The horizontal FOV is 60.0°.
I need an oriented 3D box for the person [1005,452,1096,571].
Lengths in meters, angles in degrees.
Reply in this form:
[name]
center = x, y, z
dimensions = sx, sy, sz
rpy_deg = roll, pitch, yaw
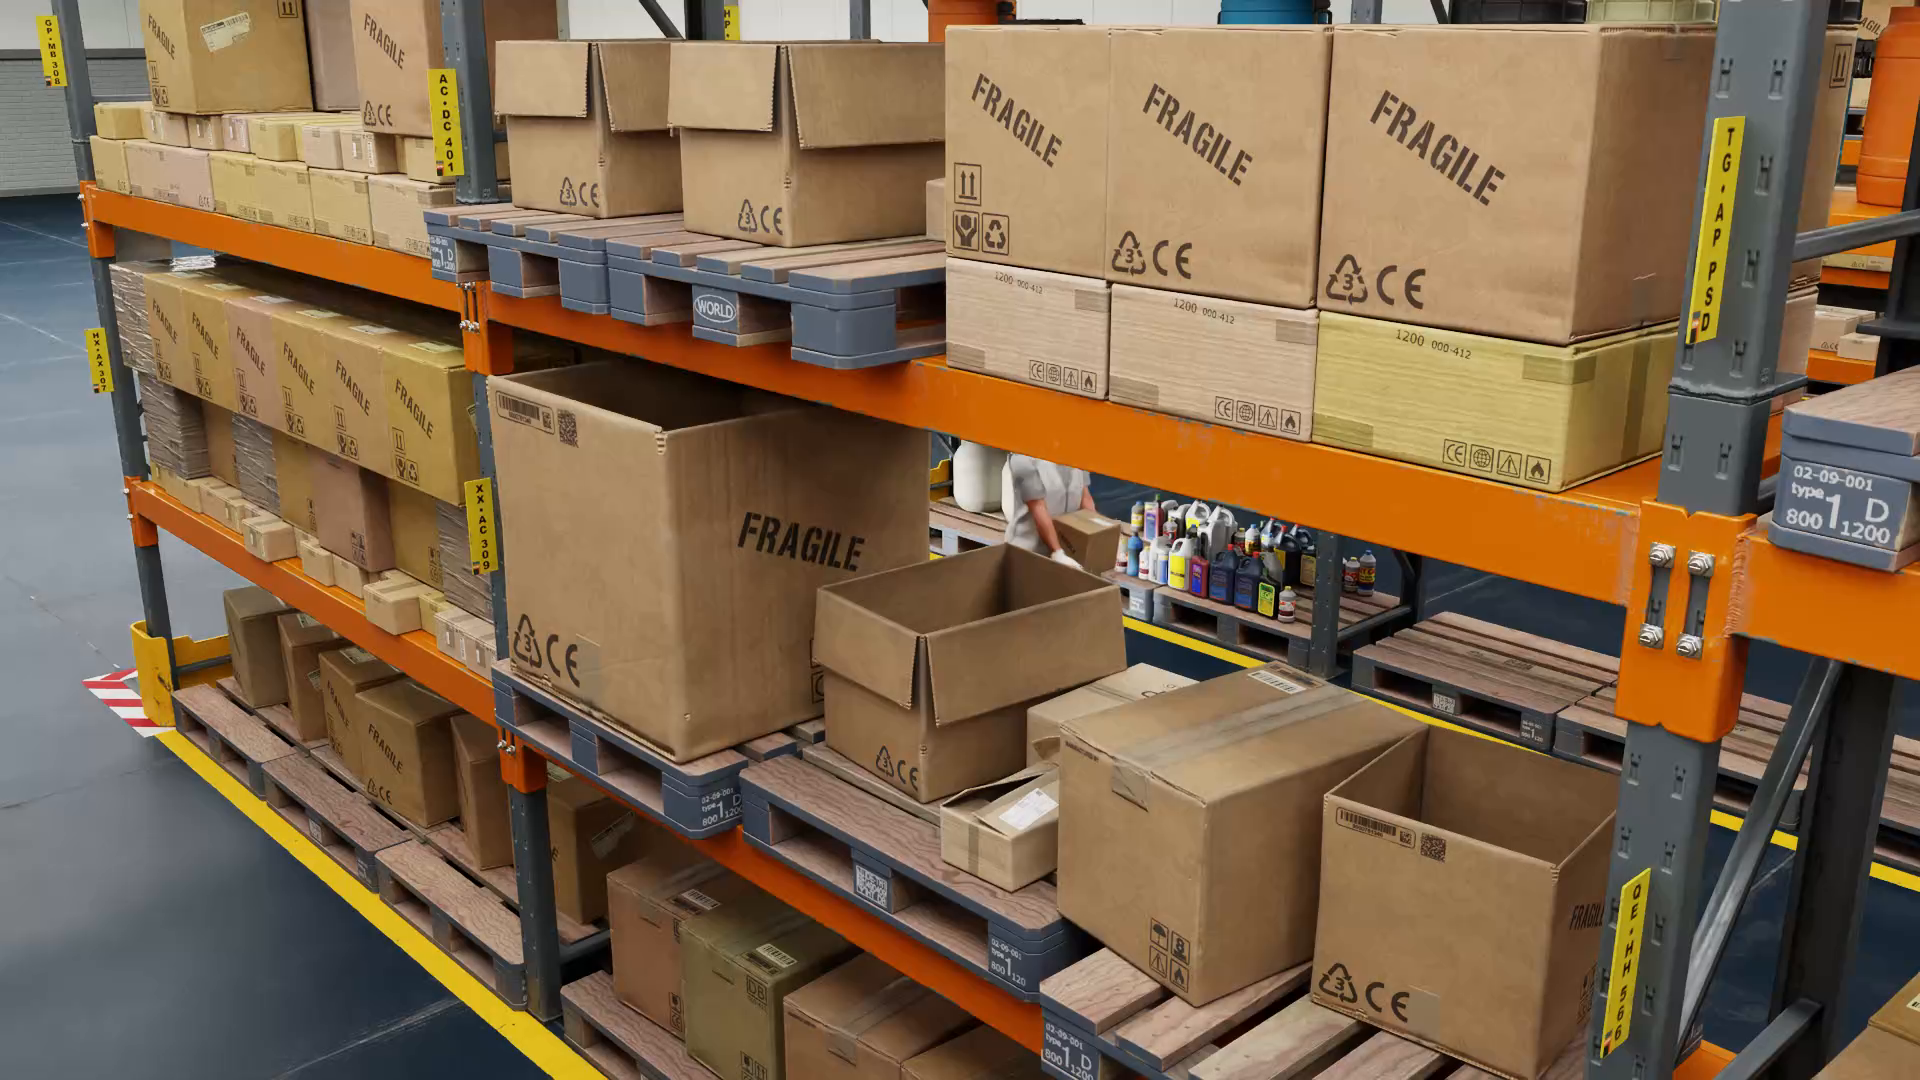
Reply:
[person]
center = 0.520, 0.098, 8.691
dimensions = 0.474, 1.785, 0.566
rpy_deg = -16, 23, -42
